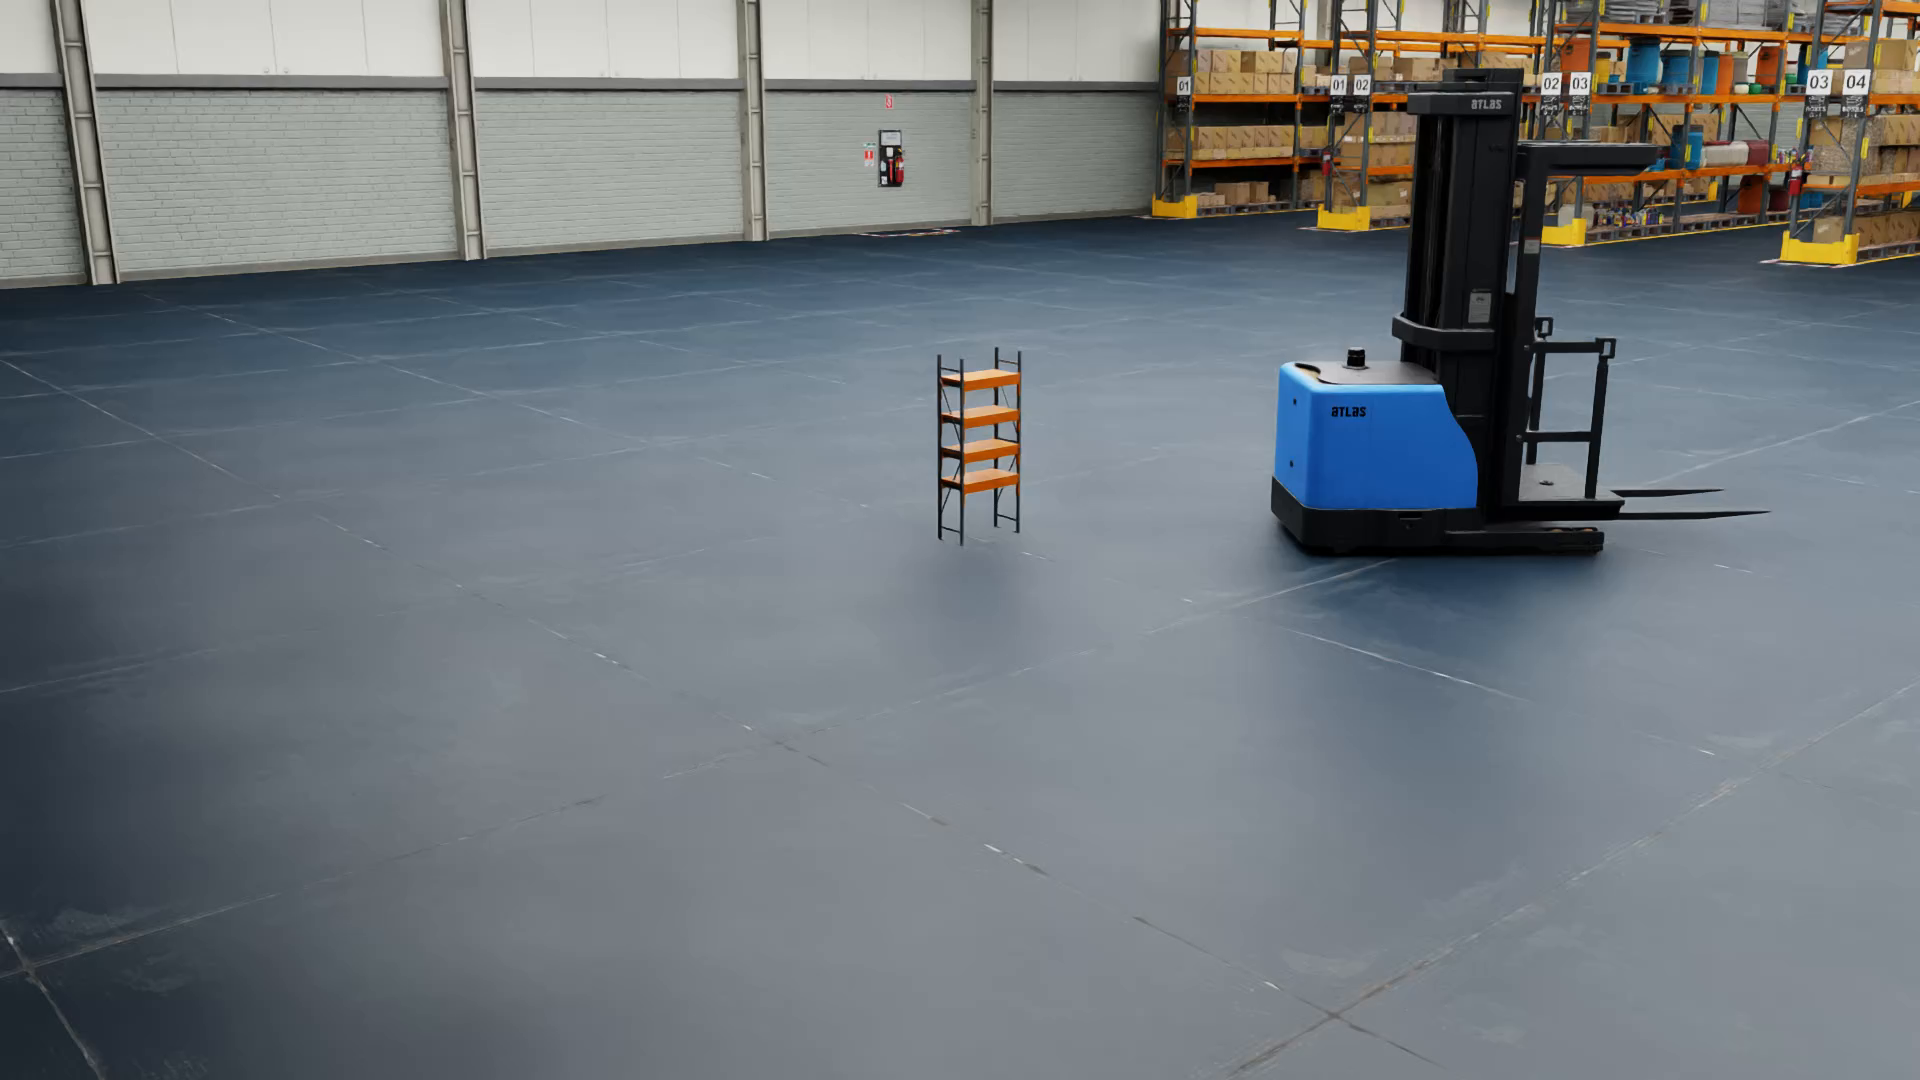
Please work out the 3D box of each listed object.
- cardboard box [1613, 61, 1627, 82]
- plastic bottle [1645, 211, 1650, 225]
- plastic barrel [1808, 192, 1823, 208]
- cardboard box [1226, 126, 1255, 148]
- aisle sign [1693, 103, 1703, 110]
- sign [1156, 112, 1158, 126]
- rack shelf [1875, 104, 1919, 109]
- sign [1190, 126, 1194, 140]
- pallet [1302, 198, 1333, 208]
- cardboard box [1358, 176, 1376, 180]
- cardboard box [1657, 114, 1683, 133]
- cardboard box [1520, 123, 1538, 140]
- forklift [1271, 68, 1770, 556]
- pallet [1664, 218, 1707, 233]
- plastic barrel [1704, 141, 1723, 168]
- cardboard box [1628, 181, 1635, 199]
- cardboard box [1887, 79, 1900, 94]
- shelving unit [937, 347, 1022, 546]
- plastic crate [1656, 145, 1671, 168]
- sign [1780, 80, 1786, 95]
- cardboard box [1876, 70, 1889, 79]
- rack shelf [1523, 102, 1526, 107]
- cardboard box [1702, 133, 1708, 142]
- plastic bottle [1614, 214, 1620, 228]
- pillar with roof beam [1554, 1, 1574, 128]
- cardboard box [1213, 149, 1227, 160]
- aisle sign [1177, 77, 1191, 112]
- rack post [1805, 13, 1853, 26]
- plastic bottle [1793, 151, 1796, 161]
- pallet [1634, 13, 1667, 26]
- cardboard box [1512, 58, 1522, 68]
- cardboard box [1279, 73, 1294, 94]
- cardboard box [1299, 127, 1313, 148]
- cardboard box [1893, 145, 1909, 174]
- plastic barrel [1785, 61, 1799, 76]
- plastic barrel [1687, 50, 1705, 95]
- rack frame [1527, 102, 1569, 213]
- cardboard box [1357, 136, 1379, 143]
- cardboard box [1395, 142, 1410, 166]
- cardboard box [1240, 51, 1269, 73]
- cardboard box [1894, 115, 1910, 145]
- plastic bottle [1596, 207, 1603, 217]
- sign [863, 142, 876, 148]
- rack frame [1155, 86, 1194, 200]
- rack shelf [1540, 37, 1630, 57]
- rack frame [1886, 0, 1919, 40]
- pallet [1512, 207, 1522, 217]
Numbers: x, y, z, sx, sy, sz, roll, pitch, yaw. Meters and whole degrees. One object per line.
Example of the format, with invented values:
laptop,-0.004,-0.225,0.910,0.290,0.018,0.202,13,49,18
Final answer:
cardboard box,16.436,-11.783,42.035,0.600,0.600,0.600,-13,20,-40
plastic bottle,14.030,-6.569,33.942,0.133,0.283,0.061,-11,19,-36
plastic barrel,20.180,-8.358,39.480,0.708,0.901,0.600,-13,19,-39
cardboard box,6.758,-9.733,40.175,0.500,0.500,0.500,-12,19,-38
aisle sign,20.229,-12.225,45.667,0.004,0.787,0.394,-13,19,-39
sign,4.697,-9.977,39.433,0.005,0.325,0.100,-13,19,-39
rack shelf,22.111,-10.698,40.570,4.000,0.370,1.077,-13,19,-39
sign,5.402,-9.466,38.699,0.005,0.325,0.100,-13,19,-39
pallet,9.571,-8.824,43.375,1.213,0.211,1.003,-13,19,-39
cardboard box,10.572,-9.381,44.051,0.500,0.500,0.700,-12,19,-39
cardboard box,18.670,-10.953,43.813,0.500,0.500,0.500,-13,20,-41
cardboard box,16.196,-11.795,48.514,0.700,0.700,0.980,-13,20,-40
forklift,3.628,-1.453,10.512,3.031,2.935,1.130,-1,15,-2
pallet,15.134,-6.696,35.408,1.213,0.211,1.003,-13,19,-39
plastic barrel,15.986,-8.212,35.417,0.433,0.535,0.433,0,15,0
cardboard box,17.169,-9.088,42.952,0.500,0.500,0.500,-13,20,-40
cardboard box,15.719,-7.757,28.456,0.500,0.250,0.500,-13,20,-41
shelving unit,0.125,-0.608,10.700,0.503,1.200,0.258,-13,19,-39
plastic crate,14.731,-8.075,35.044,0.583,0.464,0.402,-13,19,-39
sign,17.951,-9.873,36.289,0.005,0.325,0.100,-13,19,-39
cardboard box,15.419,-7.857,28.056,0.250,0.149,0.380,-12,19,-38
rack shelf,15.607,-12.627,47.790,4.000,0.370,1.077,-13,19,-39
cardboard box,19.823,-10.731,44.918,0.500,0.500,0.500,-12,19,-39
plastic bottle,13.122,-6.366,33.203,0.097,0.271,0.097,0,15,0
pillar with roof beam,21.411,-14.550,47.784,0.400,9.000,9.100,-13,19,-39
cardboard box,6.005,-9.202,39.640,0.500,0.250,0.500,-13,20,-41
aisle sign,5.189,-10.339,38.606,0.004,0.787,0.394,-13,19,-39
rack post,19.946,-11.983,38.320,0.954,0.300,0.937,-13,20,-40
plastic bottle,18.926,-8.699,37.754,0.097,0.271,0.097,0,15,0
pallet,13.043,-10.164,32.503,1.213,0.211,1.003,-13,19,-39
cardboard box,15.573,-13.416,47.180,0.500,0.500,0.500,-12,19,-39
cardboard box,7.843,-11.204,40.838,0.500,0.500,0.500,-12,19,-38
cardboard box,8.470,-10.172,41.971,0.500,0.500,0.700,-13,19,-39
cardboard box,16.323,-6.807,29.652,0.500,0.500,0.875,-13,19,-39
plastic barrel,18.823,-10.627,37.834,0.433,0.535,0.433,0,15,0
plastic barrel,15.302,-9.833,34.966,0.600,0.901,0.600,0,15,0
rack frame,14.336,-9.545,40.671,0.127,3.000,1.000,-13,19,-39
cardboard box,8.738,-8.576,35.593,0.250,0.149,0.380,-13,20,-40
cardboard box,9.433,-8.488,36.519,0.500,0.500,0.700,-12,19,-39
cardboard box,7.070,-11.498,40.002,0.500,0.500,0.500,-14,20,-41
cardboard box,16.153,-7.144,28.975,0.500,0.500,0.500,-13,19,-39
plastic bottle,13.082,-6.644,34.090,0.185,0.351,0.144,-12,19,-37
sign,-1.885,-8.212,34.583,0.331,0.109,0.001,-13,19,-39
rack frame,5.046,-9.153,39.206,0.127,3.000,1.000,-13,19,-39
rack shelf,15.845,-12.241,41.310,4.000,0.370,1.077,-13,19,-39
rack frame,23.620,-12.834,41.358,0.127,3.000,1.000,-13,19,-39
pallet,12.769,-7.860,39.768,1.213,0.211,1.003,-13,19,-39
